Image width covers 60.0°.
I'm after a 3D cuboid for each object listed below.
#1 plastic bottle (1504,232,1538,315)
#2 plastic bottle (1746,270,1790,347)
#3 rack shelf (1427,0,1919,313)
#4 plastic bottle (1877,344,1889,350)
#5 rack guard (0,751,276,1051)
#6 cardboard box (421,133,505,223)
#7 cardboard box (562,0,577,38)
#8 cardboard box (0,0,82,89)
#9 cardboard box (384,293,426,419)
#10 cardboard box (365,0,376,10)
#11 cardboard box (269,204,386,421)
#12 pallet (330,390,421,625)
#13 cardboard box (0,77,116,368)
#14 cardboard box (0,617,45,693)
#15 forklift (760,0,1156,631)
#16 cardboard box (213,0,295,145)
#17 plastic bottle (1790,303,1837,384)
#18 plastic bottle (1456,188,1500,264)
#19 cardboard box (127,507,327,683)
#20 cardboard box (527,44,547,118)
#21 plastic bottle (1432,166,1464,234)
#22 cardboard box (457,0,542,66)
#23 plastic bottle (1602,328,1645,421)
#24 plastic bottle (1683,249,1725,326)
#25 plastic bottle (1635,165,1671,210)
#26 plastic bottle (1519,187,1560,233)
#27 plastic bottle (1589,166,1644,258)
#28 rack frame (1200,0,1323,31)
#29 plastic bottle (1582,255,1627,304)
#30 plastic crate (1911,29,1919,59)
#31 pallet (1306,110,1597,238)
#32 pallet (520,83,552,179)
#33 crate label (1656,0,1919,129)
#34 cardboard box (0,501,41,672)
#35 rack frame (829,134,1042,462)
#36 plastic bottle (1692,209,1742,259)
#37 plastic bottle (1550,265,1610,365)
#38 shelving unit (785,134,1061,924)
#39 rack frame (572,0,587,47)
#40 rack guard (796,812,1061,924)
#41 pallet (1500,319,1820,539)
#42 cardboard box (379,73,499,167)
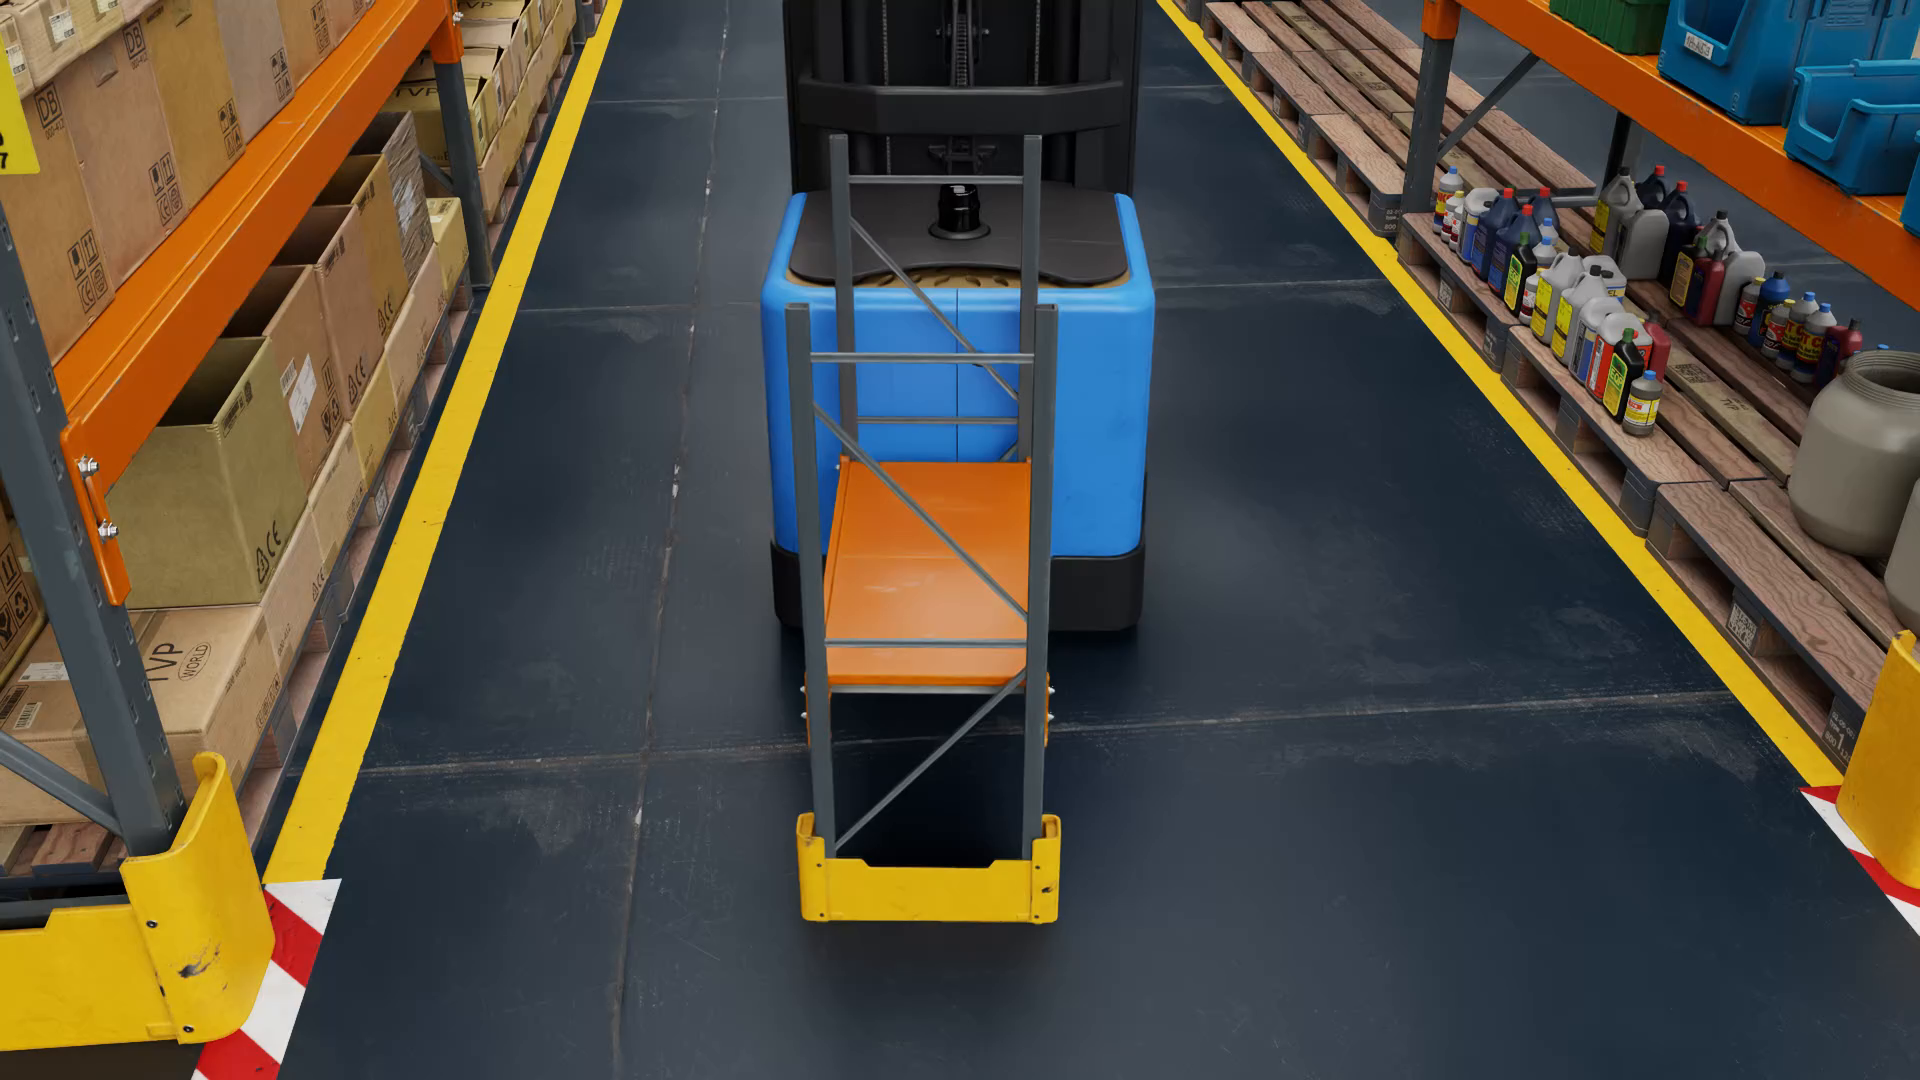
[{"bbox_3d":[2.100,-0.997,6.213,0.061,0.283,0.133,-1,31,-2],"label":"plastic bottle"},{"bbox_3d":[2.900,-0.834,5.953,0.097,0.271,0.097,0,31,0],"label":"plastic bottle"},{"bbox_3d":[2.633,-1.259,5.133,1.077,0.370,4.000,-3,31,-5],"label":"rack shelf"},{"bbox_3d":[2.961,-0.504,5.401,0.097,0.271,0.097,0,31,0],"label":"plastic bottle"},{"bbox_3d":[-2.110,0.775,3.466,1.175,0.500,0.348,-3,31,-5],"label":"rack guard"},{"bbox_3d":[-2.277,-1.571,7.226,0.500,0.250,0.500,-3,31,-6],"label":"cardboard box"},{"bbox_3d":[-2.568,-3.138,9.851,0.500,0.250,0.500,-2,31,-3],"label":"cardboard box"},{"bbox_3d":[-1.962,-0.978,3.231,0.380,0.149,0.250,-4,31,-6],"label":"cardboard box"},{"bbox_3d":[-2.127,-0.616,5.629,0.500,0.250,0.500,-3,31,-5],"label":"cardboard box"},{"bbox_3d":[-2.438,-2.170,5.860,0.700,0.500,0.500,-4,31,-6],"label":"cardboard box"},{"bbox_3d":[-2.078,-0.683,5.009,0.500,0.500,0.500,-3,31,-5],"label":"cardboard box"},{"bbox_3d":[-2.336,-0.124,5.251,1.003,0.211,1.213,-3,31,-5],"label":"pallet"},{"bbox_3d":[-2.143,-0.593,3.220,0.700,0.500,0.500,-3,31,-5],"label":"cardboard box"},{"bbox_3d":[-2.456,0.430,3.877,0.500,0.250,0.500,-3,31,-5],"label":"cardboard box"},{"bbox_3d":[0.011,-1.718,5.269,1.130,2.935,3.031,0,31,1],"label":"forklift"},{"bbox_3d":[-2.290,-1.383,4.543,0.700,0.500,0.500,-2,31,-3],"label":"cardboard box"},{"bbox_3d":[2.929,-0.679,5.694,0.097,0.271,0.097,0,31,0],"label":"plastic bottle"},{"bbox_3d":[2.097,-1.261,6.662,0.152,0.276,0.135,-2,31,-3],"label":"plastic bottle"},{"bbox_3d":[-1.991,0.150,4.346,0.500,0.250,0.500,-3,31,-5],"label":"cardboard box"},{"bbox_3d":[-2.421,-2.356,8.541,0.500,0.250,0.500,-2,31,-4],"label":"cardboard box"},{"bbox_3d":[2.039,-1.422,6.938,0.097,0.271,0.097,0,31,0],"label":"plastic bottle"},{"bbox_3d":[-2.421,-2.601,8.405,0.500,0.311,0.500,-2,31,-3],"label":"cardboard box"},{"bbox_3d":[2.183,-0.544,5.456,0.061,0.283,0.133,-2,31,-3],"label":"plastic bottle"},{"bbox_3d":[2.747,-0.945,6.126,0.061,0.283,0.133,-3,31,-5],"label":"plastic bottle"},{"bbox_3d":[2.793,-1.325,6.698,0.144,0.351,0.185,-4,31,-6],"label":"plastic bottle"},{"bbox_3d":[2.252,-1.215,6.513,0.144,0.351,0.185,-3,31,-5],"label":"plastic bottle"},{"bbox_3d":[2.650,-1.318,6.686,0.144,0.351,0.185,-3,31,-5],"label":"plastic bottle"},{"bbox_3d":[2.072,-4.631,10.077,1.000,3.000,0.127,-3,31,-5],"label":"rack frame"},{"bbox_3d":[2.311,-0.883,6.029,0.152,0.276,0.135,-3,31,-5],"label":"plastic bottle"},{"bbox_3d":[2.850,-1.658,5.358,0.530,0.136,0.437,-3,31,-5],"label":"plastic crate"},{"bbox_3d":[2.334,-1.790,8.042,1.003,0.211,1.213,-3,31,-5],"label":"pallet"},{"bbox_3d":[-2.711,-2.155,8.651,1.003,0.211,1.213,-3,31,-5],"label":"pallet"},{"bbox_3d":[2.379,-1.488,4.782,0.502,0.435,0.616,-3,31,-5],"label":"crate label"},{"bbox_3d":[-2.459,0.108,3.685,0.500,0.500,0.500,-3,31,-5],"label":"cardboard box"},{"bbox_3d":[-0.058,-0.305,4.299,0.500,1.500,0.032,0,31,1],"label":"rack frame"},{"bbox_3d":[2.841,-1.062,6.257,0.144,0.351,0.185,-3,31,-5],"label":"plastic bottle"},{"bbox_3d":[2.183,-0.800,5.818,0.144,0.351,0.185,-2,31,-3],"label":"plastic bottle"},{"bbox_3d":[-0.064,-0.049,3.870,0.587,1.500,1.083,0,31,1],"label":"shelving unit"},{"bbox_3d":[-2.860,-4.395,9.683,1.000,3.000,0.127,-3,31,-5],"label":"rack frame"},{"bbox_3d":[-0.070,0.743,3.763,0.587,0.250,0.087,0,31,1],"label":"rack guard"},{"bbox_3d":[2.584,-0.422,5.751,1.003,0.211,1.213,-3,31,-5],"label":"pallet"},{"bbox_3d":[-2.277,-1.817,7.091,0.500,0.311,0.500,-3,31,-4],"label":"cardboard box"}]
